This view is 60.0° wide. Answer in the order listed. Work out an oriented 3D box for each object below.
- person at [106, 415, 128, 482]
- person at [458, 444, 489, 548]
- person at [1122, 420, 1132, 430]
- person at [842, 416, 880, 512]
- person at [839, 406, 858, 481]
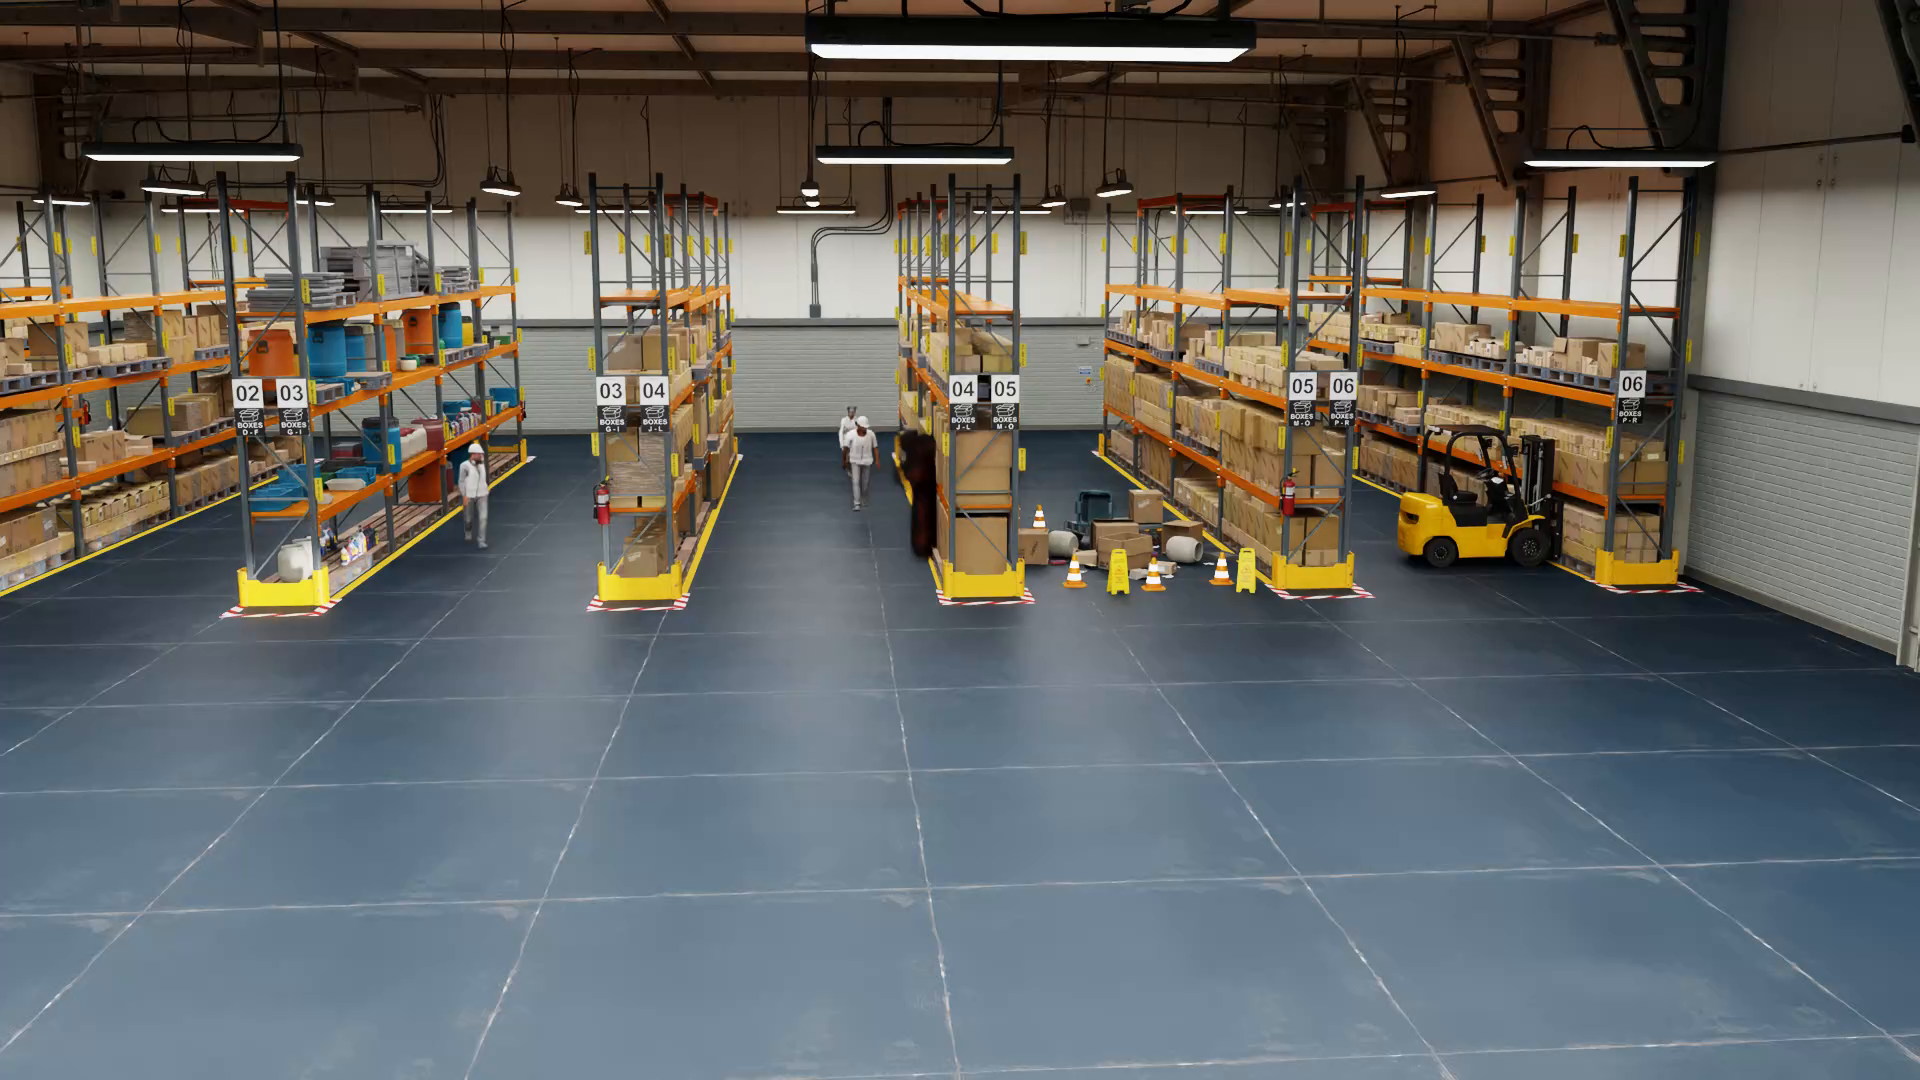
[{"bbox_3d":[-17.006,-1.722,33.683,0.458,1.666,0.516,0,10,-1],"label":"person"},{"bbox_3d":[-8.186,-0.757,27.987,0.499,1.732,0.911,-4,11,-20],"label":"person"},{"bbox_3d":[4.290,-3.062,41.446,0.662,1.564,0.440,-1,10,-4],"label":"person"},{"bbox_3d":[-1.781,-1.385,29.898,0.687,1.708,1.023,-1,10,-5],"label":"person"},{"bbox_3d":[-2.353,-2.095,35.890,0.505,1.617,0.963,0,10,1],"label":"person"}]
